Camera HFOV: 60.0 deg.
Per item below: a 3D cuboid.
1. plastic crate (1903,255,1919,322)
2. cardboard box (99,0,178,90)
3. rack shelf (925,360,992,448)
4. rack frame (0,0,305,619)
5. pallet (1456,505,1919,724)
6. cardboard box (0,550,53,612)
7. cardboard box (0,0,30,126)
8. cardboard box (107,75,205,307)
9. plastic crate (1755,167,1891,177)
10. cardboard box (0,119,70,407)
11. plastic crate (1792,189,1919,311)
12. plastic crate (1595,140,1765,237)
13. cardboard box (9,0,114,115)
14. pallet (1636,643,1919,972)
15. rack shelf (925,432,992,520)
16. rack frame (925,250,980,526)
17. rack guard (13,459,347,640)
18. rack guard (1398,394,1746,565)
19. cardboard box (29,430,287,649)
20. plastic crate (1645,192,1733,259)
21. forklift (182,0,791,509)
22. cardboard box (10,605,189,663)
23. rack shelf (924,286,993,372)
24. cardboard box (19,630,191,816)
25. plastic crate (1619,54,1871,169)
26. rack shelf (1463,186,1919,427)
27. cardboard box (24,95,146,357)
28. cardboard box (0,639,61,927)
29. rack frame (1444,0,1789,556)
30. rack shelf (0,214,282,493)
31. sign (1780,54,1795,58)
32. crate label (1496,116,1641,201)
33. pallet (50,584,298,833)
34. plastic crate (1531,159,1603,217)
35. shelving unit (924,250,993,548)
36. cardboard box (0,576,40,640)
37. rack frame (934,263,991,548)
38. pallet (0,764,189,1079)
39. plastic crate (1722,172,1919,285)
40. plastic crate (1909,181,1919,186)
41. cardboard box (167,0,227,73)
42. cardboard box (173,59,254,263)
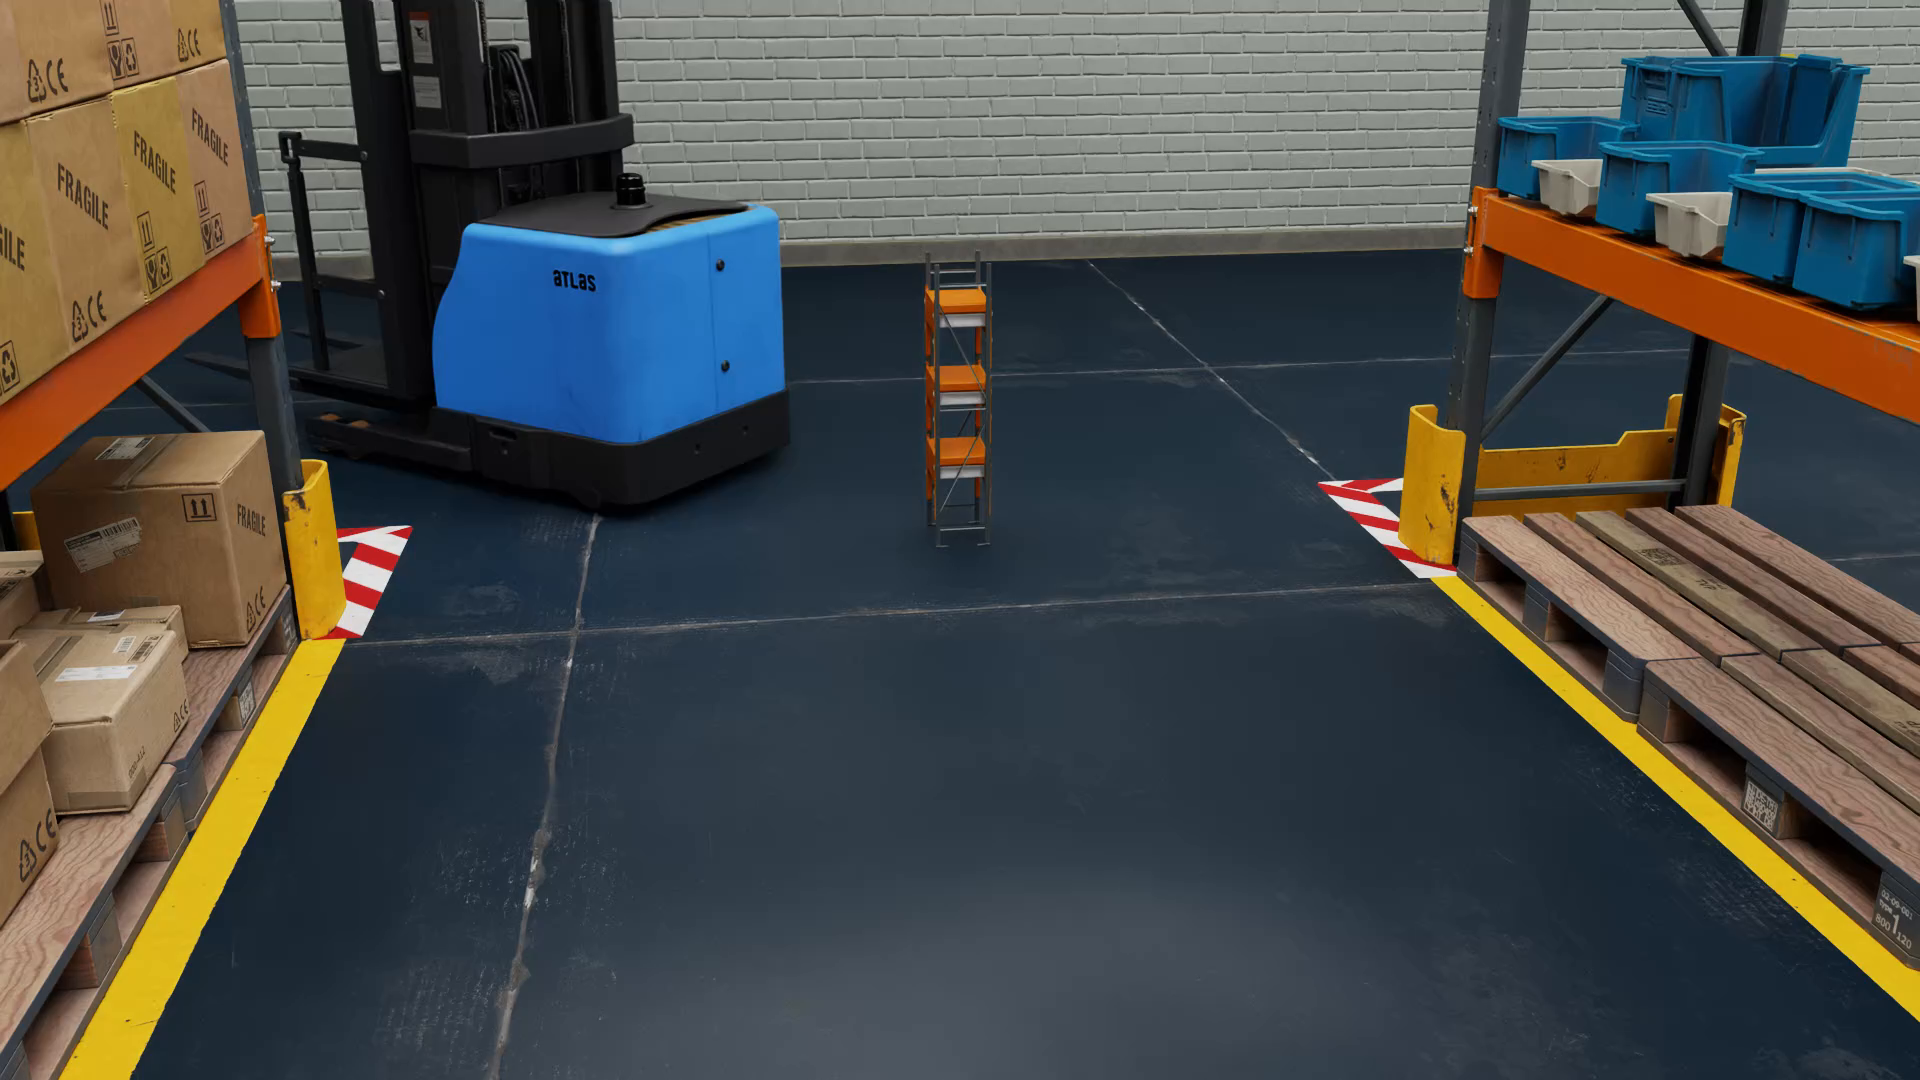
[{"bbox_3d":[2.281,-0.500,3.558,0.293,0.136,0.466,-3,21,-8],"label":"plastic crate"},{"bbox_3d":[-2.239,-1.344,3.955,0.500,0.500,0.500,-2,21,-6],"label":"cardboard box"},{"bbox_3d":[-0.008,-0.500,6.086,0.215,0.259,0.240,-3,21,-8],"label":"rack shelf"},{"bbox_3d":[-2.649,-1.144,4.991,1.000,3.000,0.127,-3,21,-8],"label":"rack frame"},{"bbox_3d":[2.333,0.202,5.375,1.003,0.211,1.213,-3,21,-8],"label":"pallet"},{"bbox_3d":[-2.929,0.148,4.978,0.380,0.149,0.250,-3,21,-8],"label":"cardboard box"},{"bbox_3d":[-2.086,-0.987,2.999,0.500,0.500,0.500,-2,21,-6],"label":"cardboard box"},{"bbox_3d":[-2.237,-0.870,4.115,0.500,0.500,0.500,-3,21,-7],"label":"cardboard box"},{"bbox_3d":[2.549,-1.024,4.961,0.396,0.136,0.243,-3,21,-8],"label":"plastic crate"},{"bbox_3d":[-2.098,-0.522,3.184,0.500,0.500,0.500,-3,21,-9],"label":"cardboard box"},{"bbox_3d":[2.196,-0.680,3.903,0.416,0.233,0.300,-3,21,-8],"label":"plastic crate"},{"bbox_3d":[2.057,-1.012,4.792,0.416,0.233,0.300,-3,21,-8],"label":"plastic crate"},{"bbox_3d":[-2.160,-1.165,3.475,0.500,0.500,0.500,-2,21,-6],"label":"cardboard box"},{"bbox_3d":[2.506,0.623,4.246,1.003,0.211,1.213,-3,21,-8],"label":"pallet"},{"bbox_3d":[-0.008,-0.240,6.183,0.215,0.259,0.240,-3,21,-8],"label":"rack shelf"},{"bbox_3d":[-0.025,-0.553,6.195,0.200,1.050,0.008,-3,21,-8],"label":"rack frame"},{"bbox_3d":[-2.638,0.054,5.358,1.175,0.500,0.348,-3,21,-8],"label":"rack guard"},{"bbox_3d":[2.236,-0.229,6.114,1.175,0.500,0.348,-3,21,-8],"label":"rack guard"},{"bbox_3d":[-2.327,-0.003,4.881,0.500,0.500,0.500,-3,21,-8],"label":"cardboard box"},{"bbox_3d":[2.025,-0.845,4.481,0.250,0.136,0.298,-3,21,-8],"label":"plastic crate"},{"bbox_3d":[-2.249,-1.862,7.012,3.031,2.935,1.130,12,24,30],"label":"forklift"},{"bbox_3d":[-2.358,0.298,4.551,0.380,0.166,0.250,-3,21,-8],"label":"cardboard box"},{"bbox_3d":[-0.008,-0.766,5.986,0.215,0.259,0.240,-3,21,-8],"label":"rack shelf"},{"bbox_3d":[-2.220,0.445,4.040,0.500,0.250,0.500,-3,21,-8],"label":"cardboard box"},{"bbox_3d":[2.486,-1.330,5.355,0.616,0.435,0.499,-3,21,-8],"label":"plastic crate"},{"bbox_3d":[2.541,-0.363,3.928,1.077,0.370,4.000,-3,21,-8],"label":"rack shelf"},{"bbox_3d":[-2.171,-0.697,3.651,0.500,0.500,0.500,-3,21,-7],"label":"cardboard box"},{"bbox_3d":[-2.349,0.554,3.384,0.797,0.503,0.637,-3,21,-8],"label":"cardboard box"},{"bbox_3d":[2.253,-1.392,5.656,1.000,3.000,0.127,-3,21,-8],"label":"rack frame"},{"bbox_3d":[-2.361,-0.114,3.263,1.077,0.370,4.000,-3,21,-8],"label":"rack shelf"},{"bbox_3d":[2.795,-1.502,5.717,0.100,0.325,0.005,-3,21,-8],"label":"sign"},{"bbox_3d":[1.963,-1.240,5.402,0.416,0.233,0.303,-3,21,-8],"label":"crate label"},{"bbox_3d":[-2.523,0.465,4.670,1.003,0.211,1.213,-3,21,-8],"label":"pallet"},{"bbox_3d":[1.927,-1.079,5.110,0.250,0.136,0.298,-3,21,-8],"label":"plastic crate"},{"bbox_3d":[-0.008,-0.510,6.082,0.215,1.050,0.252,-3,21,-8],"label":"shelving unit"},{"bbox_3d":[-2.780,0.314,4.389,0.500,0.250,0.500,-3,21,-8],"label":"cardboard box"},{"bbox_3d":[0.010,-0.468,5.969,0.200,1.050,0.008,-3,21,-8],"label":"rack frame"},{"bbox_3d":[-2.350,0.887,3.541,1.003,0.211,1.213,-3,21,-8],"label":"pallet"},{"bbox_3d":[2.152,-0.784,4.181,0.416,0.233,0.300,-3,21,-8],"label":"plastic crate"},{"bbox_3d":[2.577,-0.922,4.690,0.396,0.136,0.243,-3,21,-8],"label":"plastic crate"},{"bbox_3d":[-2.313,-1.519,4.423,0.500,0.500,0.500,-3,21,-8],"label":"cardboard box"},{"bbox_3d":[-2.315,-1.049,4.595,0.500,0.500,0.500,-2,21,-6],"label":"cardboard box"}]
